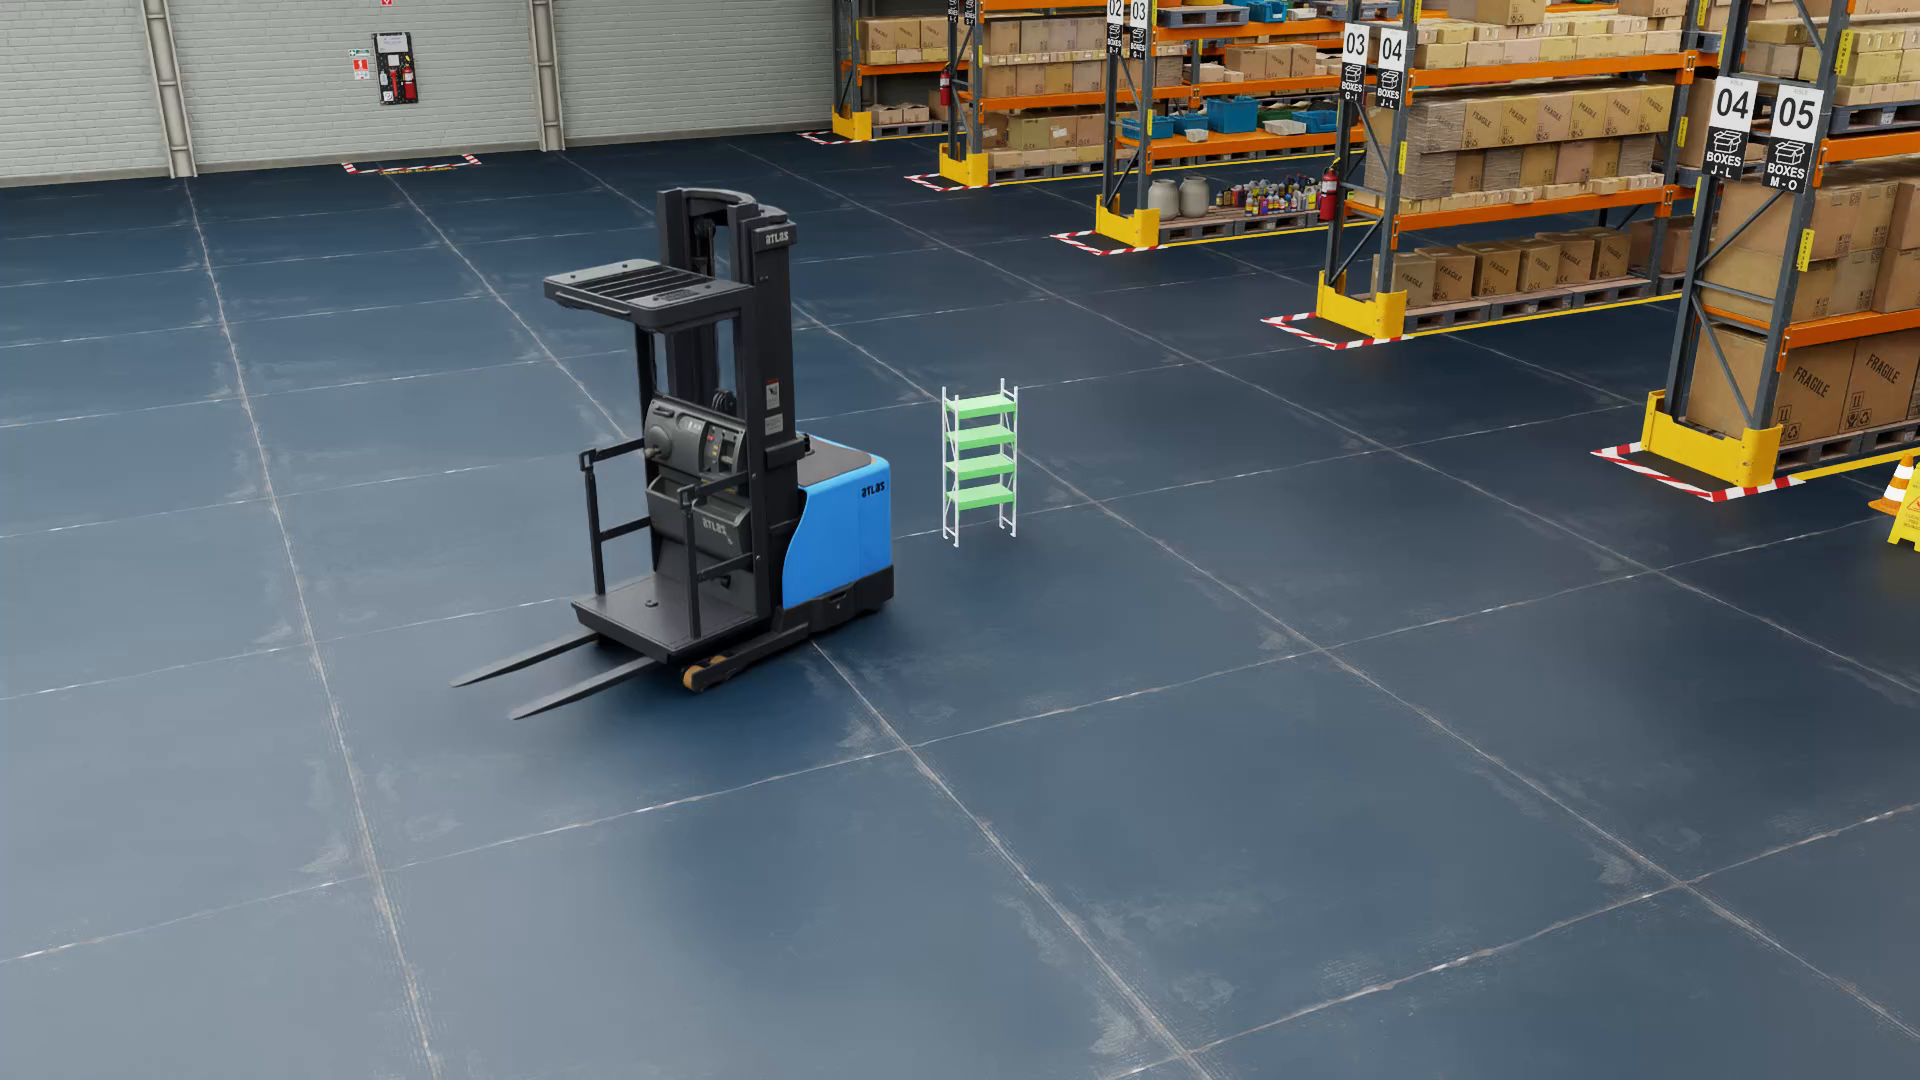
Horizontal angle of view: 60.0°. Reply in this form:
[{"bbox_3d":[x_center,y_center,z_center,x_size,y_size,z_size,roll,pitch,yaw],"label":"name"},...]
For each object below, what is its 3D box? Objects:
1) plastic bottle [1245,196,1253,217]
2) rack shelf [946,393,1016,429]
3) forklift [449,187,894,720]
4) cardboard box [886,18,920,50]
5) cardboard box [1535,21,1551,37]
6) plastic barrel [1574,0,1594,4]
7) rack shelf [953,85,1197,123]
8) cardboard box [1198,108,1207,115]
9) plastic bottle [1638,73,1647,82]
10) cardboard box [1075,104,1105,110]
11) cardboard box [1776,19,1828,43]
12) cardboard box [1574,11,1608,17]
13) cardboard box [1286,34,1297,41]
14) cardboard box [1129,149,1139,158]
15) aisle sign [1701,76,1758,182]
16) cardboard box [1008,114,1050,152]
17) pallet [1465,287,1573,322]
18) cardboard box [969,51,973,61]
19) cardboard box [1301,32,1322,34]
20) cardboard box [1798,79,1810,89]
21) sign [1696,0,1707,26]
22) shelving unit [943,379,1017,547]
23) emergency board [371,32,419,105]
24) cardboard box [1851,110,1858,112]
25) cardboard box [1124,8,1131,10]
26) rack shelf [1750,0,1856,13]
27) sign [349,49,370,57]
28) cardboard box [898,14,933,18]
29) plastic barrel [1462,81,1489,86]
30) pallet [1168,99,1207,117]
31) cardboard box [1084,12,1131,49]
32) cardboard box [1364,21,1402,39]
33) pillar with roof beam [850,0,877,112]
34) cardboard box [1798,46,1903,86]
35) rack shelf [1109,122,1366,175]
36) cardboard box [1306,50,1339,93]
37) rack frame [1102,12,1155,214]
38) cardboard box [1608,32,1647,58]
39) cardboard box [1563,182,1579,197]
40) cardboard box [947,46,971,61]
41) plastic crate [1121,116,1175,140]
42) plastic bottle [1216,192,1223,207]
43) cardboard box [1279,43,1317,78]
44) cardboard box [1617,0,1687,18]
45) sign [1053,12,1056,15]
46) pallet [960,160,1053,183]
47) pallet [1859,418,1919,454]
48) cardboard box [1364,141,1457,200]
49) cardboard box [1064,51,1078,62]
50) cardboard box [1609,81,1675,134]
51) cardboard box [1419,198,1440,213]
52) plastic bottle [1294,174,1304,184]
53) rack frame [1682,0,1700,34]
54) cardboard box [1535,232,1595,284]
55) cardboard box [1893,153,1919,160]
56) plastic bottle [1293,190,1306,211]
[{"bbox_3d":[3.992,-4.611,22.959,0.097,0.271,0.097,0,22,0],"label":"plastic bottle"},{"bbox_3d":[0.149,-0.966,12.428,0.480,0.148,0.258,-10,25,-24],"label":"rack shelf"},{"bbox_3d":[-1.828,-0.617,10.409,1.130,2.935,3.031,19,29,39],"label":"forklift"},{"bbox_3d":[-1.064,-9.230,30.315,0.500,0.500,0.500,-10,25,-23],"label":"cardboard box"},{"bbox_3d":[6.111,-5.496,17.859,0.250,0.149,0.380,-11,25,-24],"label":"cardboard box"},{"bbox_3d":[9.231,-8.058,24.575,0.294,0.245,0.294,0,22,0],"label":"plastic barrel"},{"bbox_3d":[1.880,-7.182,27.119,4.000,0.370,1.077,-10,25,-24],"label":"rack shelf"},{"bbox_3d":[4.389,-7.283,28.736,0.500,0.311,0.500,-10,24,-22],"label":"cardboard box"},{"bbox_3d":[10.802,-7.195,26.274,0.185,0.351,0.144,-10,25,-24],"label":"plastic bottle"},{"bbox_3d":[2.227,-6.981,27.759,0.500,0.500,0.500,-10,25,-24],"label":"cardboard box"},{"bbox_3d":[6.813,-4.134,13.500,0.250,0.149,0.380,-10,25,-23],"label":"cardboard box"},{"bbox_3d":[7.084,-5.879,18.784,0.250,0.149,0.380,-10,25,-23],"label":"cardboard box"},{"bbox_3d":[6.679,-10.307,34.031,0.250,0.149,0.380,-10,25,-23],"label":"cardboard box"},{"bbox_3d":[2.904,-6.538,27.669,0.500,0.250,0.500,-10,25,-24],"label":"cardboard box"},{"bbox_3d":[6.237,-3.335,13.485,0.004,0.787,0.394,-10,25,-24],"label":"aisle sign"},{"bbox_3d":[1.107,-6.549,26.714,0.500,0.500,0.500,-10,25,-24],"label":"cardboard box"},{"bbox_3d":[6.284,-2.816,19.276,1.213,0.211,1.003,-10,25,-24],"label":"pallet"},{"bbox_3d":[0.340,-7.658,26.349,0.250,0.149,0.380,-11,25,-25],"label":"cardboard box"},{"bbox_3d":[7.073,-10.656,34.026,0.500,0.500,0.500,-10,24,-22],"label":"cardboard box"},{"bbox_3d":[6.811,-3.766,13.652,0.250,0.149,0.380,-10,25,-23],"label":"cardboard box"},{"bbox_3d":[8.217,-5.871,18.413,0.005,0.325,0.100,-10,25,-24],"label":"sign"},{"bbox_3d":[0.149,-0.582,12.587,0.503,1.200,0.258,-10,25,-24],"label":"shelving unit"},{"bbox_3d":[-9.468,-7.911,27.941,0.643,1.169,0.194,-10,25,-24],"label":"emergency board"},{"bbox_3d":[10.650,-5.105,20.481,0.500,0.500,0.700,-7,23,-16],"label":"cardboard box"},{"bbox_3d":[3.602,-10.170,32.691,0.500,0.500,0.700,-10,25,-24],"label":"cardboard box"},{"bbox_3d":[8.233,-4.628,13.629,4.000,0.370,1.077,-10,25,-24],"label":"rack shelf"},{"bbox_3d":[-10.003,-8.114,27.691,0.331,0.109,0.001,-10,25,-24],"label":"sign"},{"bbox_3d":[-0.820,-9.494,30.954,0.500,0.500,0.500,-11,25,-25],"label":"cardboard box"},{"bbox_3d":[7.445,-6.406,24.126,0.433,0.535,0.433,0,22,0],"label":"plastic barrel"},{"bbox_3d":[4.430,-8.799,33.730,1.213,0.211,1.003,-10,25,-24],"label":"pallet"},{"bbox_3d":[2.379,-8.249,26.929,0.500,0.500,0.700,-10,25,-24],"label":"cardboard box"},{"bbox_3d":[4.486,-5.423,17.681,0.250,0.149,0.380,-10,25,-24],"label":"cardboard box"},{"bbox_3d":[0.049,-10.592,26.572,0.400,9.000,9.100,-10,25,-24],"label":"pillar with roof beam"},{"bbox_3d":[6.977,-3.728,13.040,0.500,0.250,0.500,-10,25,-24],"label":"cardboard box"},{"bbox_3d":[4.025,-5.474,22.994,4.000,0.370,1.077,-10,25,-24],"label":"rack shelf"},{"bbox_3d":[7.410,-9.779,34.715,0.750,0.750,0.750,-10,24,-22],"label":"cardboard box"},{"bbox_3d":[2.223,-5.475,22.055,0.127,3.000,1.000,-10,25,-24],"label":"rack frame"},{"bbox_3d":[7.202,-5.500,18.388,0.500,0.250,0.500,-10,24,-22],"label":"cardboard box"},{"bbox_3d":[6.761,-3.988,18.792,0.250,0.149,0.380,-10,25,-24],"label":"cardboard box"},{"bbox_3d":[-0.117,-9.057,30.879,0.500,0.250,0.500,-10,25,-23],"label":"cardboard box"},{"bbox_3d":[2.544,-5.592,22.533,0.616,0.251,0.499,-10,25,-24],"label":"plastic crate"},{"bbox_3d":[3.687,-4.841,23.607,0.097,0.201,0.097,0,22,0],"label":"plastic bottle"},{"bbox_3d":[5.781,-8.272,28.681,0.500,0.500,0.500,-12,25,-26],"label":"cardboard box"},{"bbox_3d":[7.680,-6.070,18.396,0.500,0.500,0.500,-11,25,-25],"label":"cardboard box"},{"bbox_3d":[1.773,-9.767,31.291,0.005,0.325,0.100,-10,25,-24],"label":"sign"},{"bbox_3d":[0.749,-6.036,27.055,1.213,0.211,1.003,-10,25,-24],"label":"pallet"},{"bbox_3d":[8.215,-1.114,15.165,1.213,0.211,1.003,-10,25,-24],"label":"pallet"},{"bbox_3d":[4.878,-4.034,18.053,0.500,0.500,0.875,-10,25,-24],"label":"cardboard box"},{"bbox_3d":[1.684,-7.734,26.533,0.250,0.149,0.380,-11,25,-24],"label":"cardboard box"},{"bbox_3d":[7.689,-4.908,18.857,0.500,0.500,0.500,-10,25,-24],"label":"cardboard box"},{"bbox_3d":[4.965,-3.652,17.979,0.250,0.149,0.380,-10,25,-24],"label":"cardboard box"},{"bbox_3d":[4.920,-5.127,24.102,0.185,0.351,0.144,-10,24,-22],"label":"plastic bottle"},{"bbox_3d":[7.975,-7.204,18.387,0.127,3.000,1.000,-10,25,-24],"label":"rack frame"},{"bbox_3d":[7.085,-3.320,19.569,0.500,0.500,0.500,-3,23,-7],"label":"cardboard box"},{"bbox_3d":[8.696,-3.051,14.591,0.550,0.550,0.875,-10,25,-24],"label":"cardboard box"},{"bbox_3d":[4.760,-4.766,23.328,0.135,0.276,0.152,-10,24,-23],"label":"plastic bottle"}]
